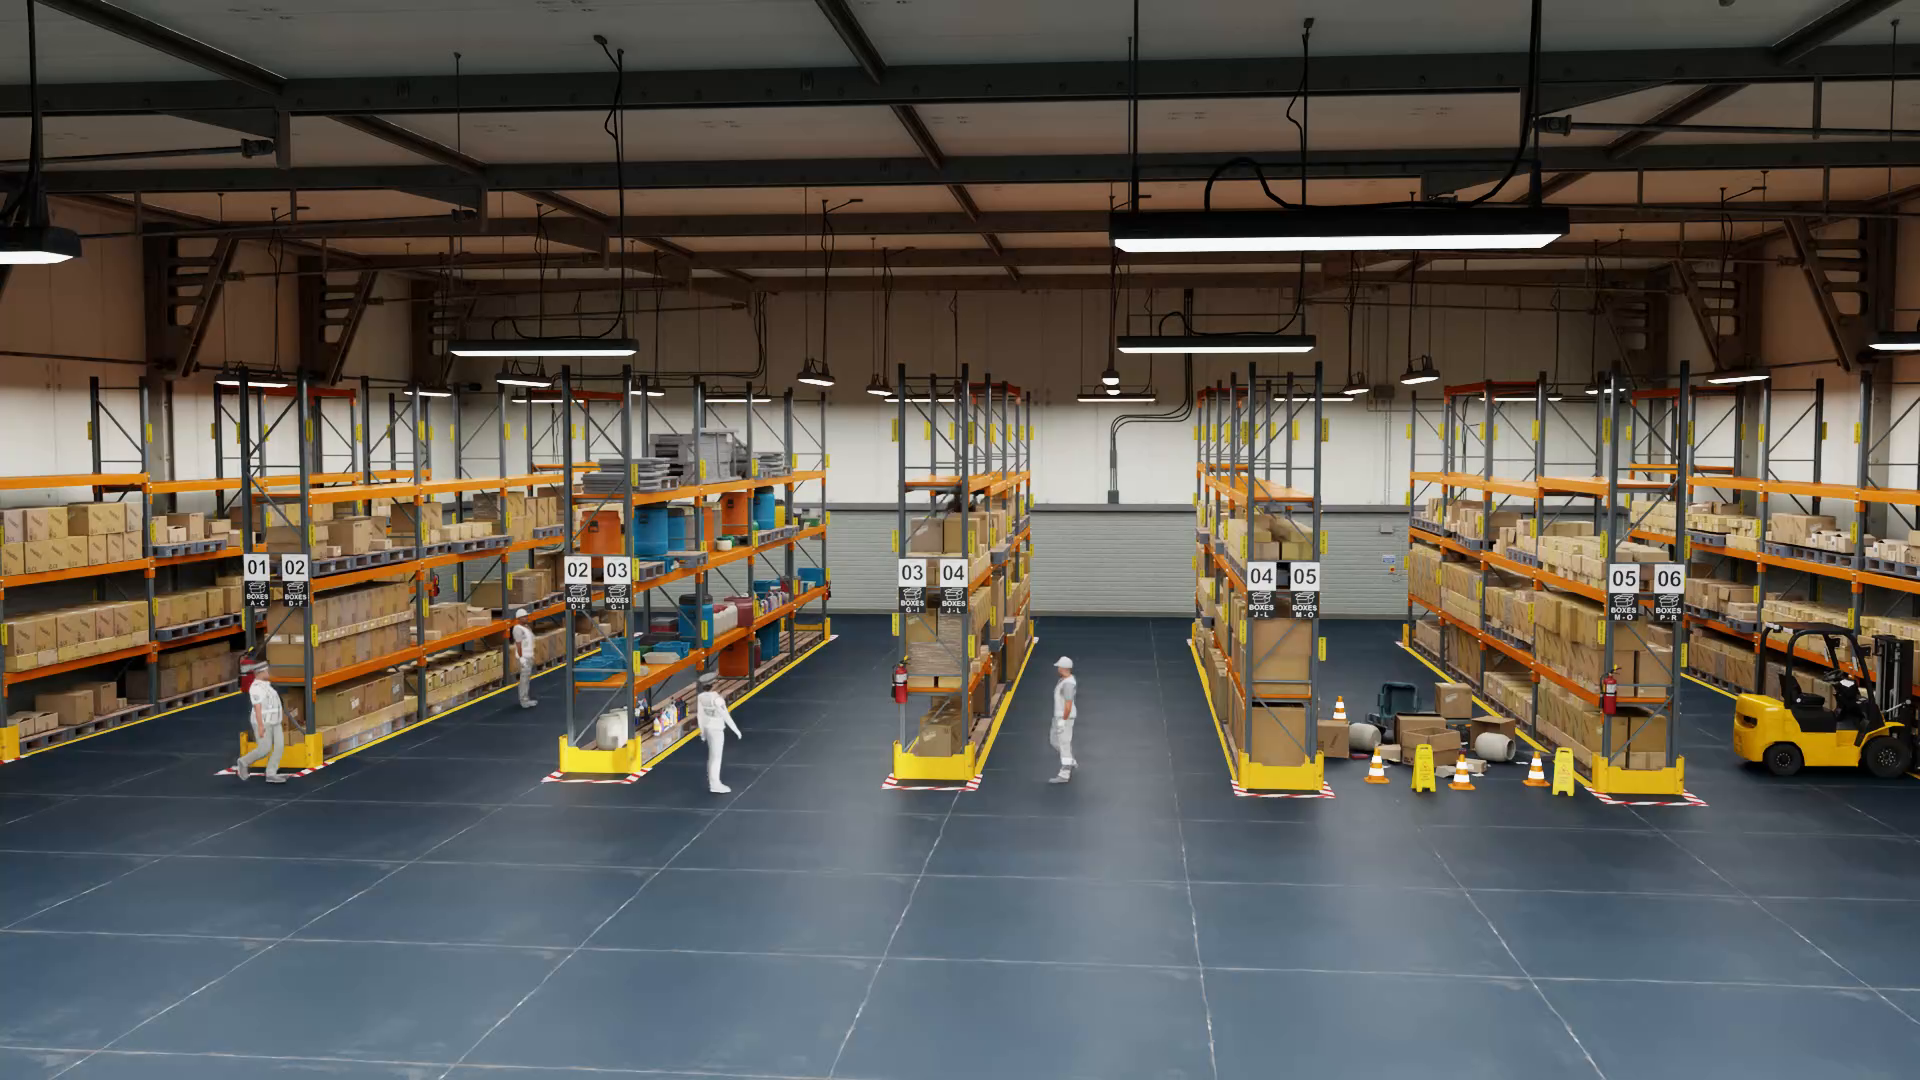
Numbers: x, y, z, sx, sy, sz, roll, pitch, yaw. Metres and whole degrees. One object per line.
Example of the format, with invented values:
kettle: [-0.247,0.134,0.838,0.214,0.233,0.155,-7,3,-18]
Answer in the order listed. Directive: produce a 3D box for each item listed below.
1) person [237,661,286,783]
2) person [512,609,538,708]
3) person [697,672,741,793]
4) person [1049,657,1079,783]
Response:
person: [-9.943,2.599,23.774,0.655,1.726,0.574,1,4,17]
person: [-7.970,2.155,30.474,0.433,1.786,0.570,-1,4,-14]
person: [-3.376,2.681,23.196,0.582,1.690,0.524,-2,4,-25]
person: [1.489,2.564,23.916,0.518,1.788,0.622,-1,4,-9]
